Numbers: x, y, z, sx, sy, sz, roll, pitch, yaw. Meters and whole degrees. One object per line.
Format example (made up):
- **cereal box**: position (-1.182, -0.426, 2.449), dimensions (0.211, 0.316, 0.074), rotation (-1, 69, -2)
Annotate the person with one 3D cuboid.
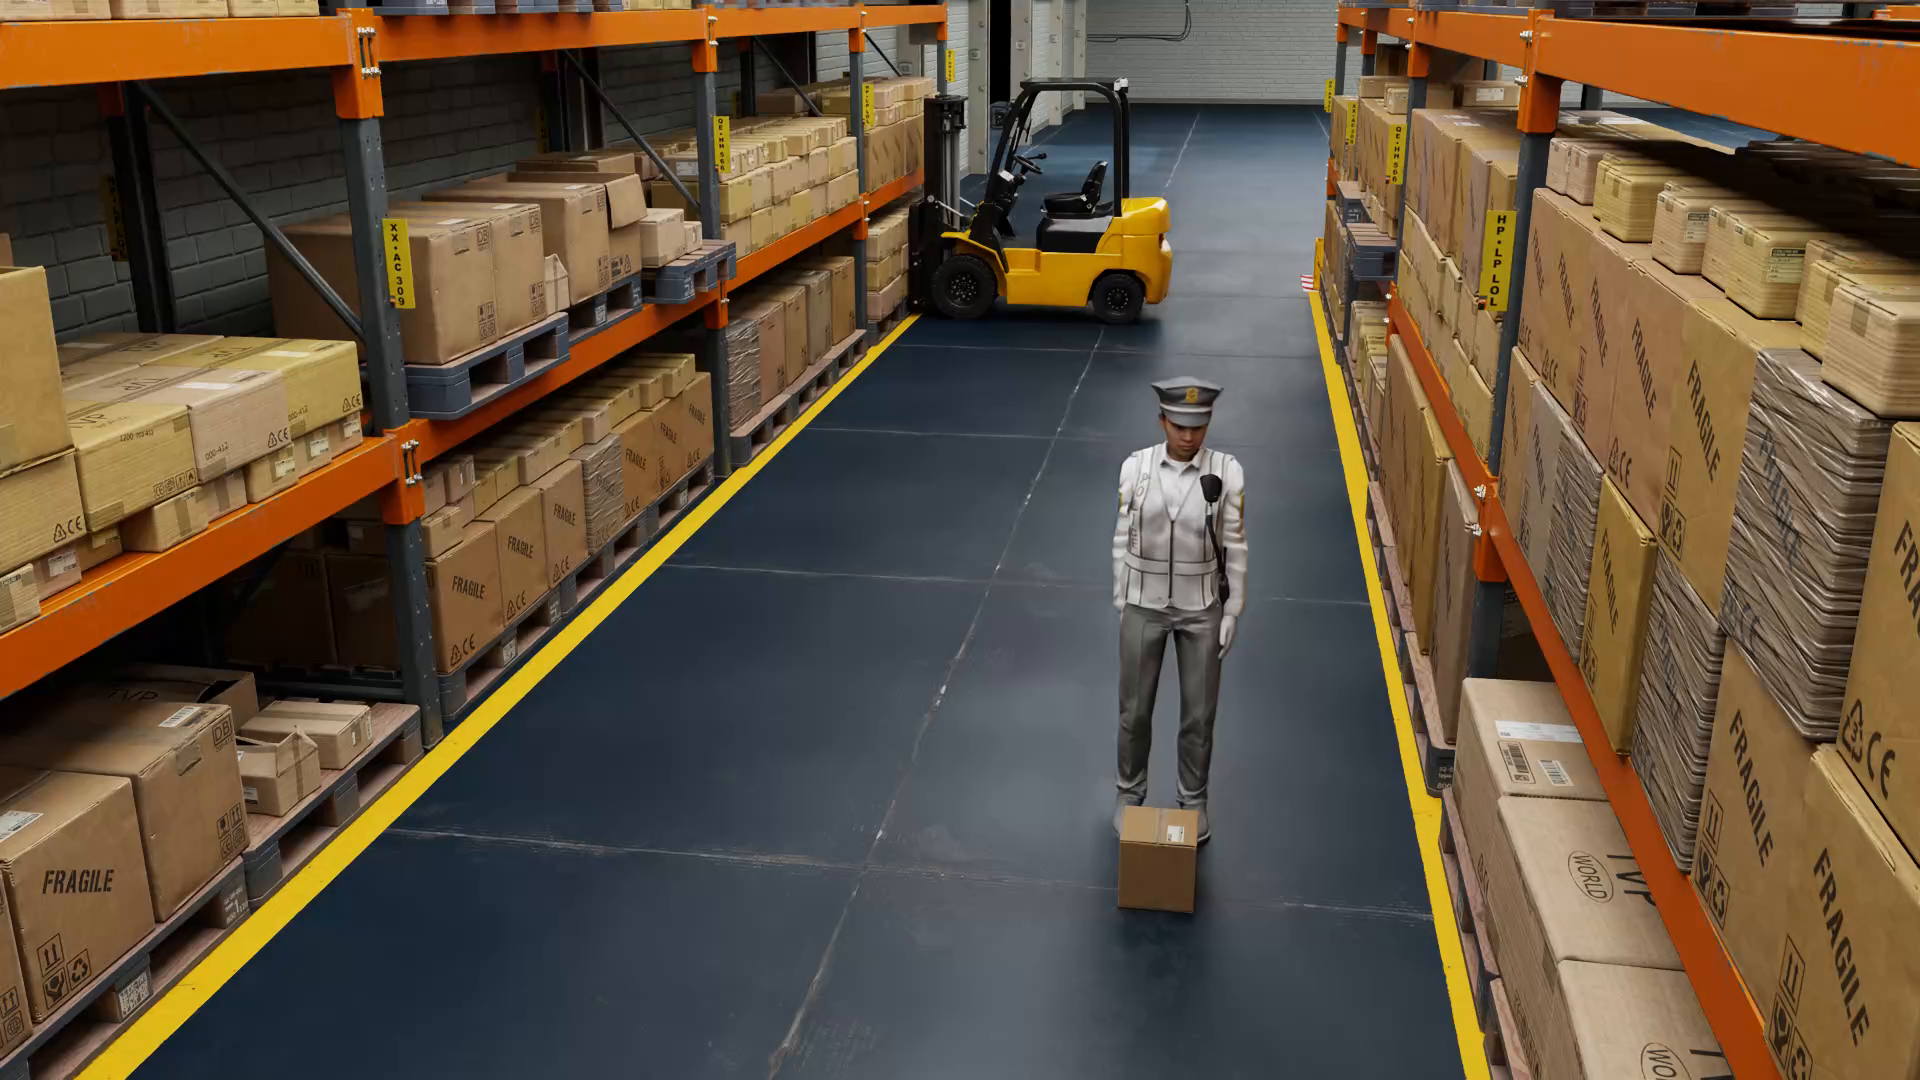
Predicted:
- **person**: position (0.755, 0.260, 5.784), dimensions (0.468, 1.677, 0.329), rotation (3, 18, 9)
